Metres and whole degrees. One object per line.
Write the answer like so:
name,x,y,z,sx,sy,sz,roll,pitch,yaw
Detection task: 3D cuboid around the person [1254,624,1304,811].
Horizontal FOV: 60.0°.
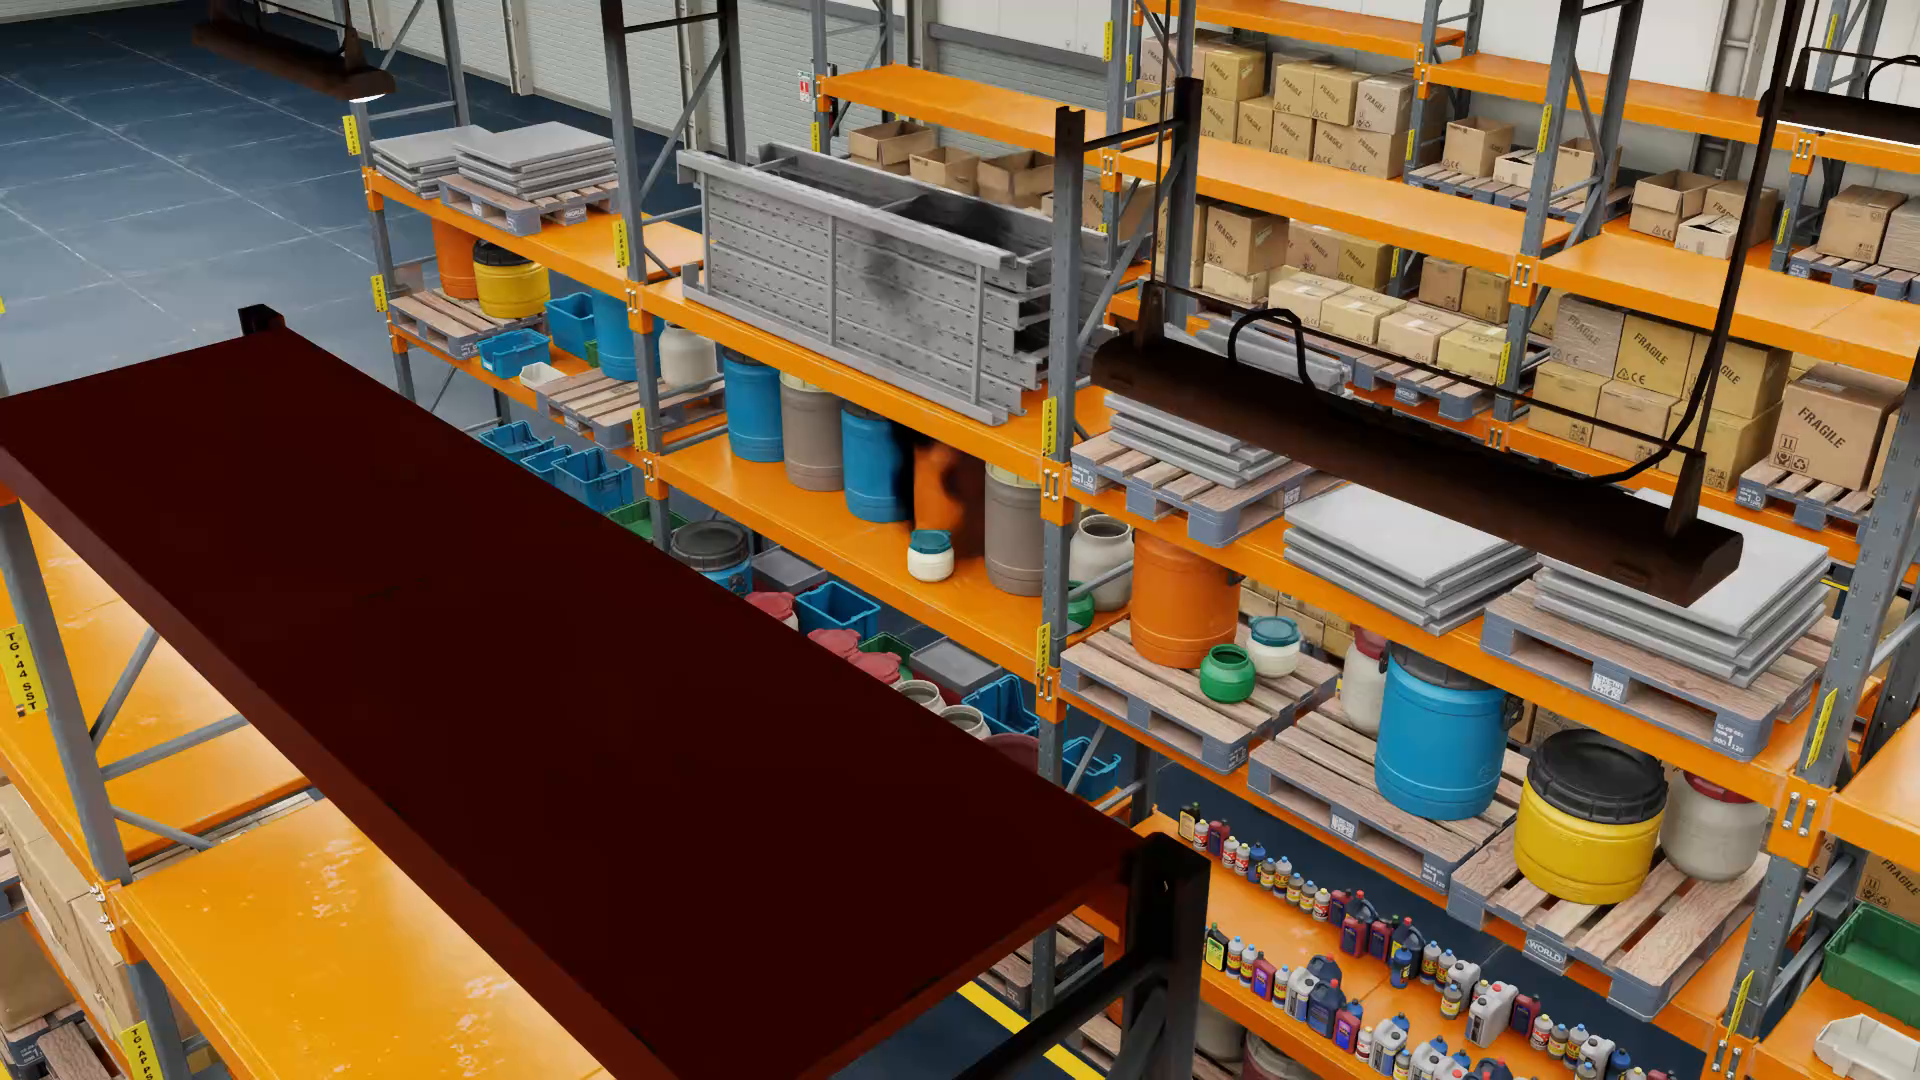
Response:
person,2.317,1.315,12.642,0.528,1.653,0.589,24,36,37
